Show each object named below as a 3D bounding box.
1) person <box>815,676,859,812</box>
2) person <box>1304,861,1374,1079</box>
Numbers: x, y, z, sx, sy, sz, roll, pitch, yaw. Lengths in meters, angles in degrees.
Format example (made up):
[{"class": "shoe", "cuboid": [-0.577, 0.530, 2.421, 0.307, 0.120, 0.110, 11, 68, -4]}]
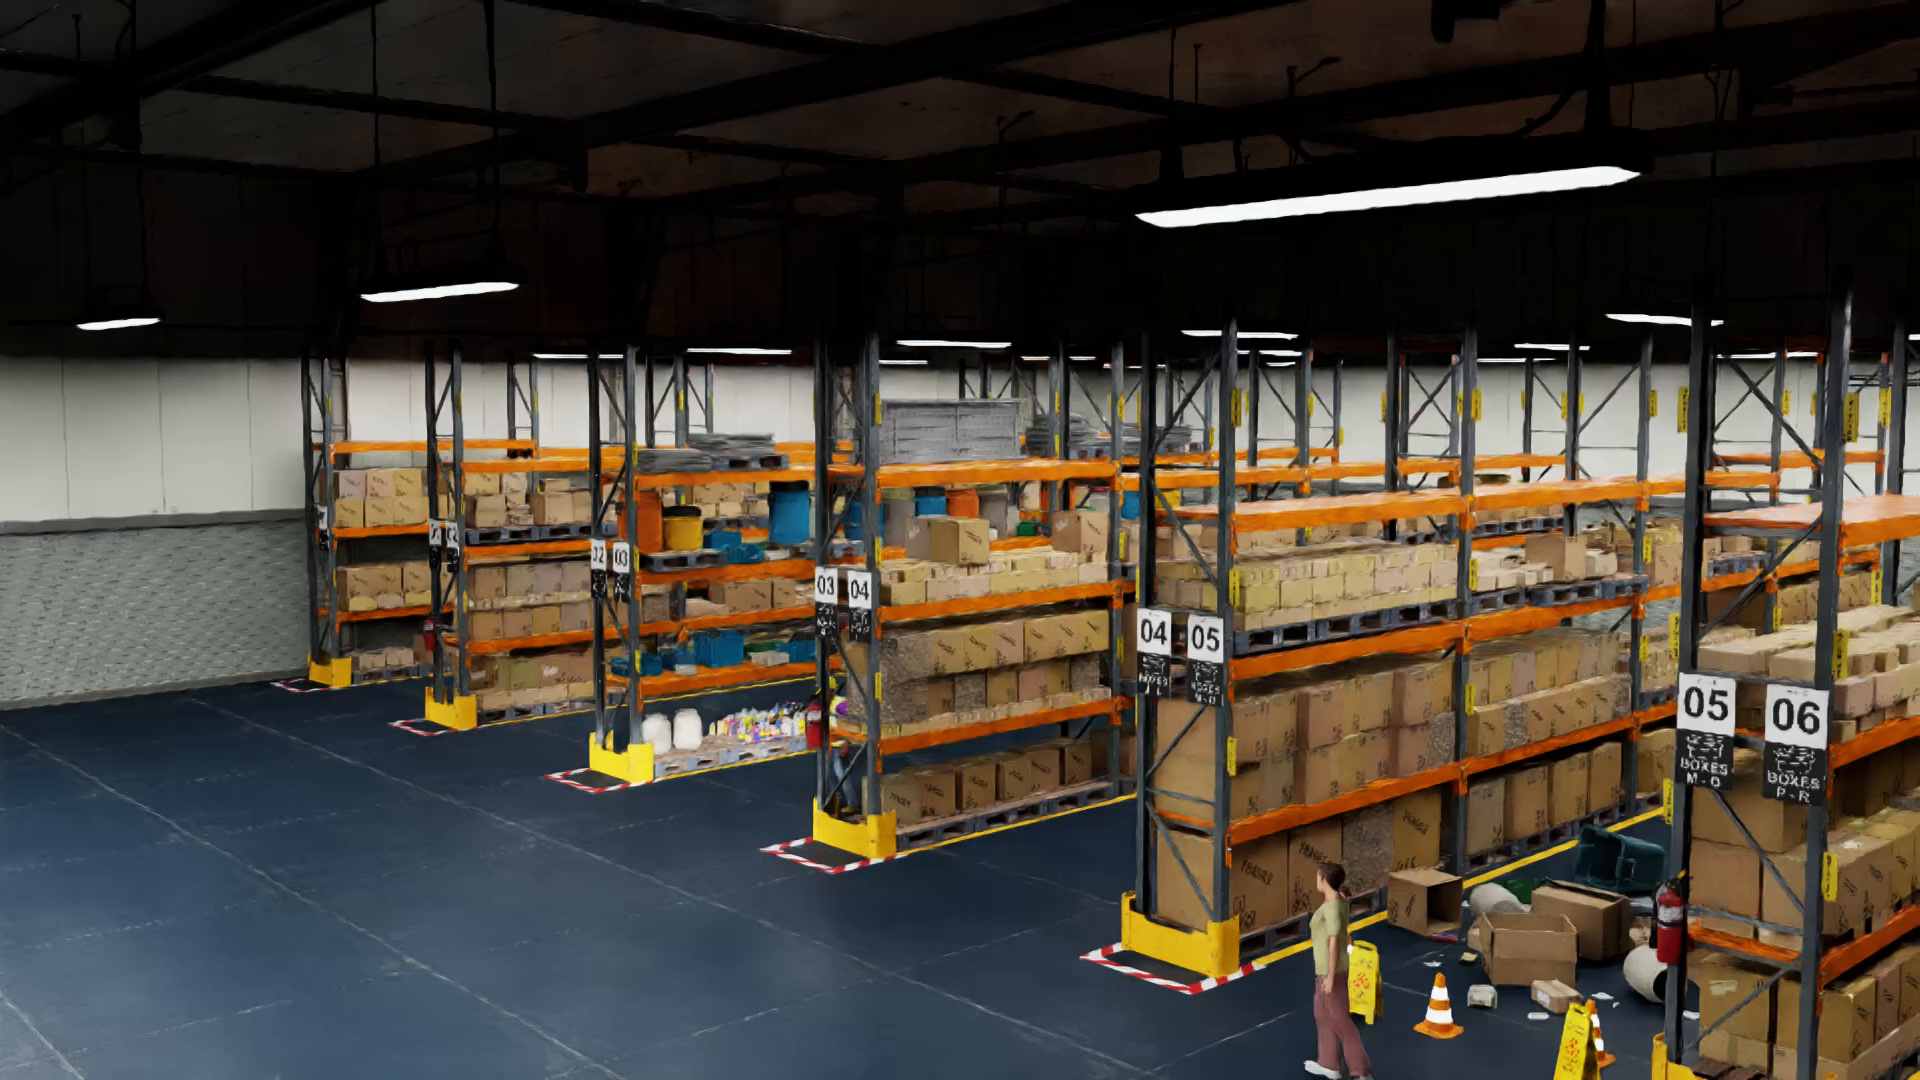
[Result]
[{"class": "person", "cuboid": [-1.553, 2.513, 20.536, 0.578, 1.714, 0.709, -5, 7, -44]}, {"class": "person", "cuboid": [2.853, 3.247, 12.481, 0.535, 1.662, 0.562, 2, 5, 20]}]
